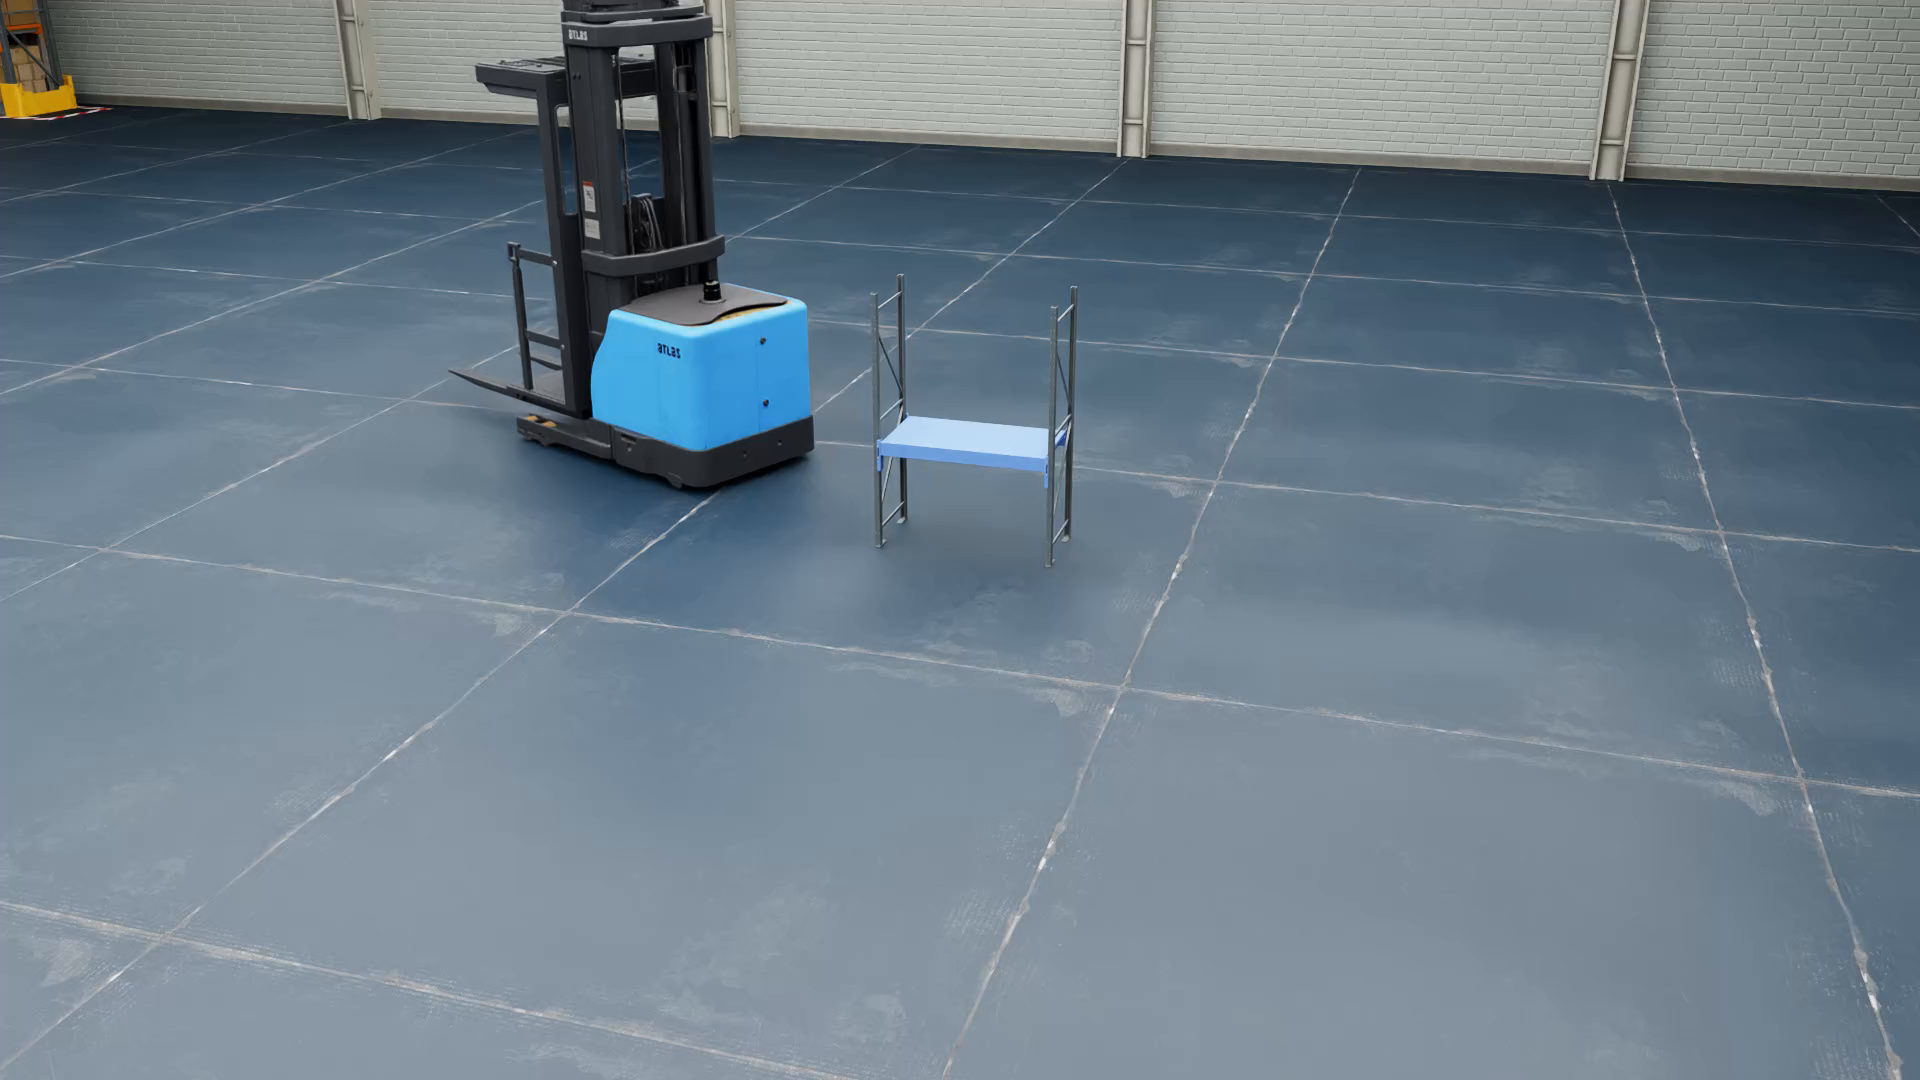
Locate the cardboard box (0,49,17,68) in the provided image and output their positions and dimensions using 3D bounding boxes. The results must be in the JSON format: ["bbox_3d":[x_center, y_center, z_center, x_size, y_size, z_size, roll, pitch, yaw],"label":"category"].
[{"bbox_3d":[-15.021,-7.460,25.757,0.500,0.250,0.500,7,23,17],"label":"cardboard box"}]

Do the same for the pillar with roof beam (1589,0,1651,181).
[{"bbox_3d":[6.837,-7.123,15.277,0.400,9.000,9.100,7,23,16],"label":"pillar with roof beam"}]

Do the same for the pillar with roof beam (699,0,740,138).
[{"bbox_3d":[-4.651,-8.438,18.484,0.400,9.000,9.100,7,23,16],"label":"pillar with roof beam"}]

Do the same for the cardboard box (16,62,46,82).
[{"bbox_3d":[-14.880,-7.419,26.315,0.500,0.250,0.500,7,23,16],"label":"cardboard box"}]

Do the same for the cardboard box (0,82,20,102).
[{"bbox_3d":[-15.031,-6.997,25.946,0.500,0.250,0.500,7,23,16],"label":"cardboard box"}]

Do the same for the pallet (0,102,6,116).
[{"bbox_3d":[-15.234,-6.917,26.355,1.213,0.211,1.003,7,23,16],"label":"pallet"}]

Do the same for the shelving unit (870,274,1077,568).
[{"bbox_3d":[0.082,-0.685,9.463,1.048,1.500,0.538,7,23,16],"label":"shelving unit"}]

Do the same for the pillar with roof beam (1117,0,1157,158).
[{"bbox_3d":[1.093,-7.781,16.881,0.400,9.000,9.100,7,23,16],"label":"pillar with roof beam"}]

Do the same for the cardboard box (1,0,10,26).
[{"bbox_3d":[-15.037,-8.143,25.538,0.500,0.500,0.500,6,23,14],"label":"cardboard box"}]

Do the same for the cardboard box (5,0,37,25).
[{"bbox_3d":[-14.884,-8.340,26.018,0.500,0.500,0.500,7,23,17],"label":"cardboard box"}]

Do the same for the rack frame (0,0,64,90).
[{"bbox_3d":[-14.490,-8.139,25.658,0.127,3.000,1.000,7,23,16],"label":"rack frame"}]

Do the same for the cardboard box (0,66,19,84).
[{"bbox_3d":[-15.046,-7.232,25.859,0.500,0.250,0.500,6,23,15],"label":"cardboard box"}]

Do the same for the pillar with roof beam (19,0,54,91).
[{"bbox_3d":[-16.140,-9.754,21.691,0.400,9.000,9.100,7,23,16],"label":"pillar with roof beam"}]

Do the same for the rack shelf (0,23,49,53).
[{"bbox_3d":[-16.405,-8.025,26.329,4.000,0.370,1.077,7,23,16],"label":"rack shelf"}]

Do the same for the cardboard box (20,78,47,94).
[{"bbox_3d":[-14.904,-7.186,26.405,0.500,0.250,0.500,7,23,16],"label":"cardboard box"}]

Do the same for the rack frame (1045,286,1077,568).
[{"bbox_3d":[0.568,-0.629,9.327,0.032,1.500,0.500,7,23,16],"label":"rack frame"}]

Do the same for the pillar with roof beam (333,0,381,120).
[{"bbox_3d":[-10.396,-9.096,20.088,0.400,9.000,9.100,7,23,16],"label":"pillar with roof beam"}]

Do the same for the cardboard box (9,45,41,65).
[{"bbox_3d":[-14.896,-7.645,26.207,0.500,0.250,0.500,6,23,15],"label":"cardboard box"}]

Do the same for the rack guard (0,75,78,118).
[{"bbox_3d":[-14.467,-6.979,26.126,0.348,0.500,1.175,7,23,16],"label":"rack guard"}]

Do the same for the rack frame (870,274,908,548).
[{"bbox_3d":[-0.405,-0.740,9.598,0.032,1.500,0.500,7,23,16],"label":"rack frame"}]

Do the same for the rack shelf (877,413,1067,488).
[{"bbox_3d":[0.082,-0.518,9.531,1.000,0.185,0.538,7,23,16],"label":"rack shelf"}]

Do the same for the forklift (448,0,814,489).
[{"bbox_3d":[-2.413,-2.128,11.095,3.031,2.935,1.130,18,29,37],"label":"forklift"}]
